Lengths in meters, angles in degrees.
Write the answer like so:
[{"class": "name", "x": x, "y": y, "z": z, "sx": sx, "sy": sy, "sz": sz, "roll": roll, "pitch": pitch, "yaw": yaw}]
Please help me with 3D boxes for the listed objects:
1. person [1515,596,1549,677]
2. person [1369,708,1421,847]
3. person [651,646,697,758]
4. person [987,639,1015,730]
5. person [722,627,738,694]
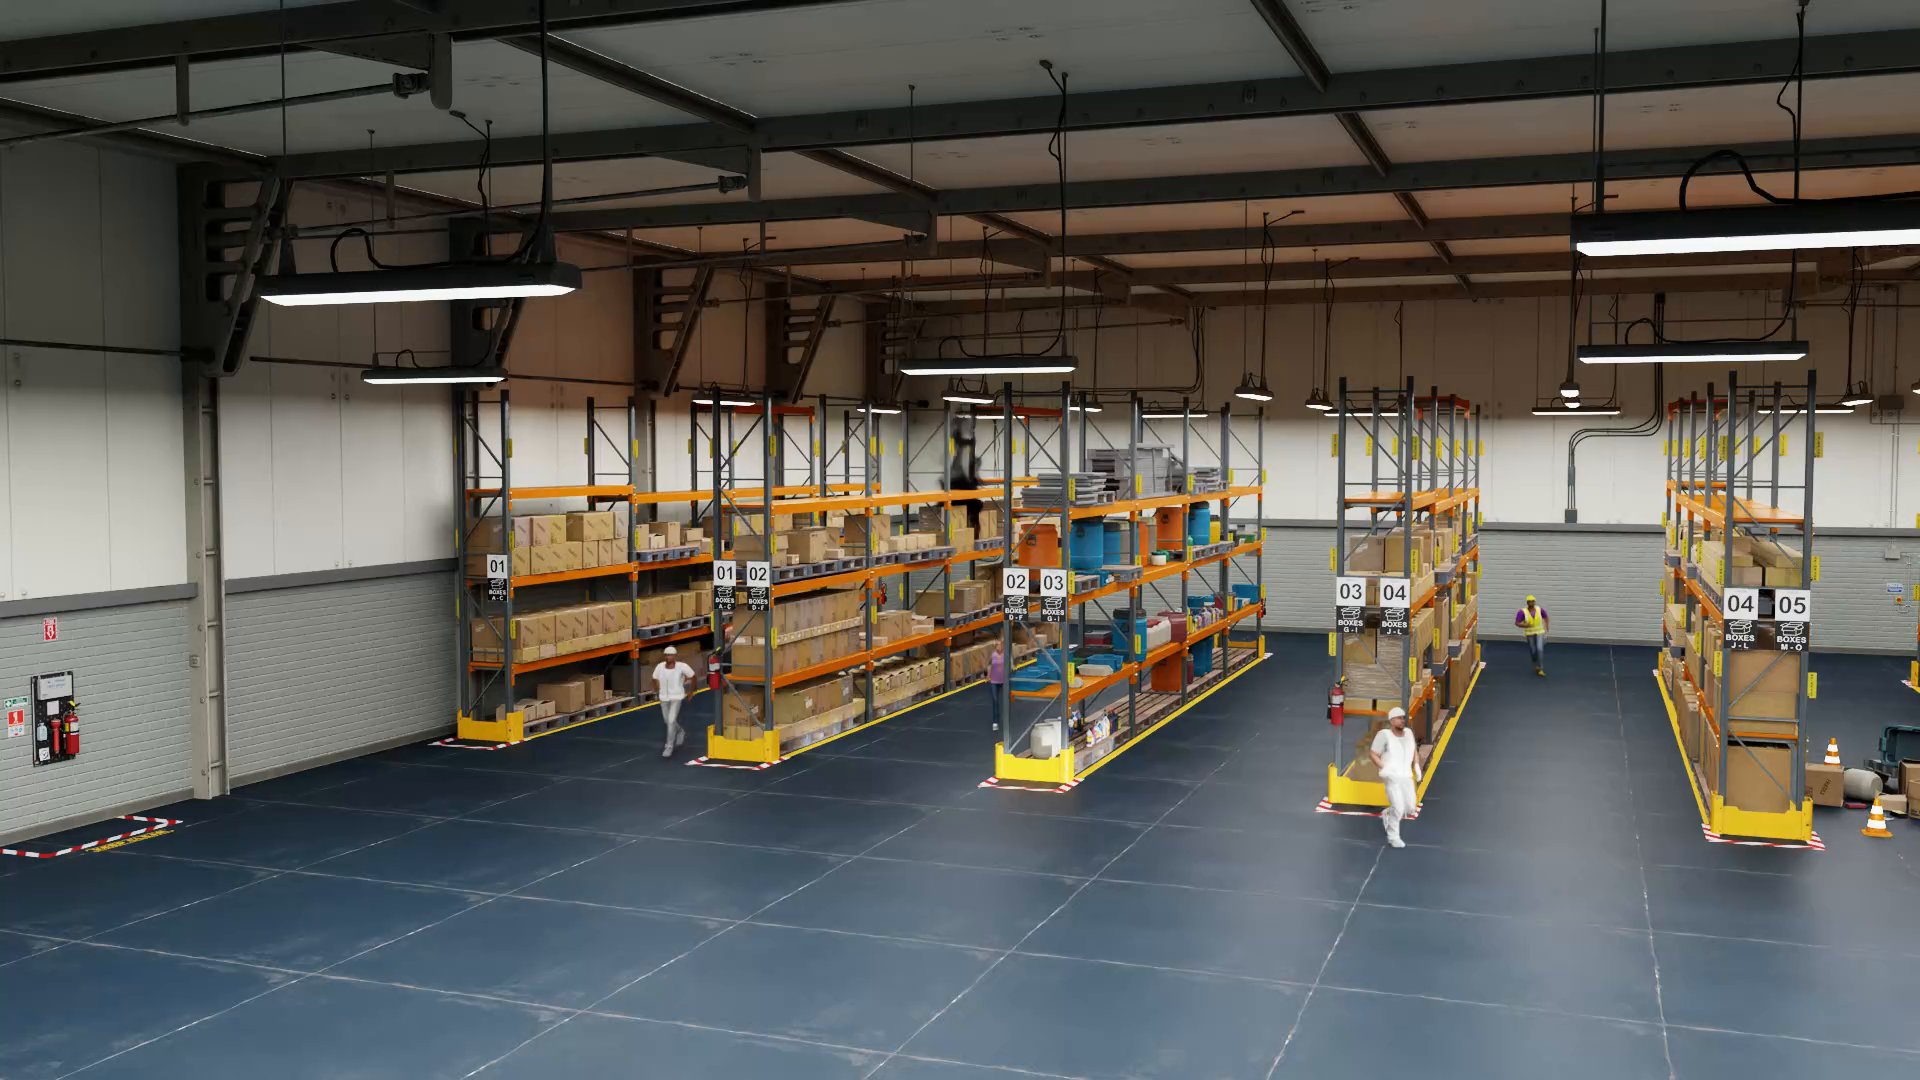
[{"class": "person", "x": 12.719, "y": 2.104, "z": 36.962, "sx": 0.728, "sy": 1.749, "sz": 0.913, "roll": 1, "pitch": 3, "yaw": 13}, {"class": "person", "x": 5.495, "y": 2.975, "z": 21.038, "sx": 0.723, "sy": 1.739, "sz": 0.629, "roll": -1, "pitch": 3, "yaw": -23}, {"class": "person", "x": -4.736, "y": 2.623, "z": 27.343, "sx": 0.735, "sy": 1.766, "sz": 0.918, "roll": 1, "pitch": 3, "yaw": 16}, {"class": "person", "x": 0.715, "y": 2.559, "z": 29.691, "sx": 0.543, "sy": 1.575, "sz": 0.866, "roll": 1, "pitch": 3, "yaw": 11}, {"class": "person", "x": -4.201, "y": 2.456, "z": 30.355, "sx": 0.658, "sy": 1.732, "sz": 0.955, "roll": 1, "pitch": 3, "yaw": 15}]
